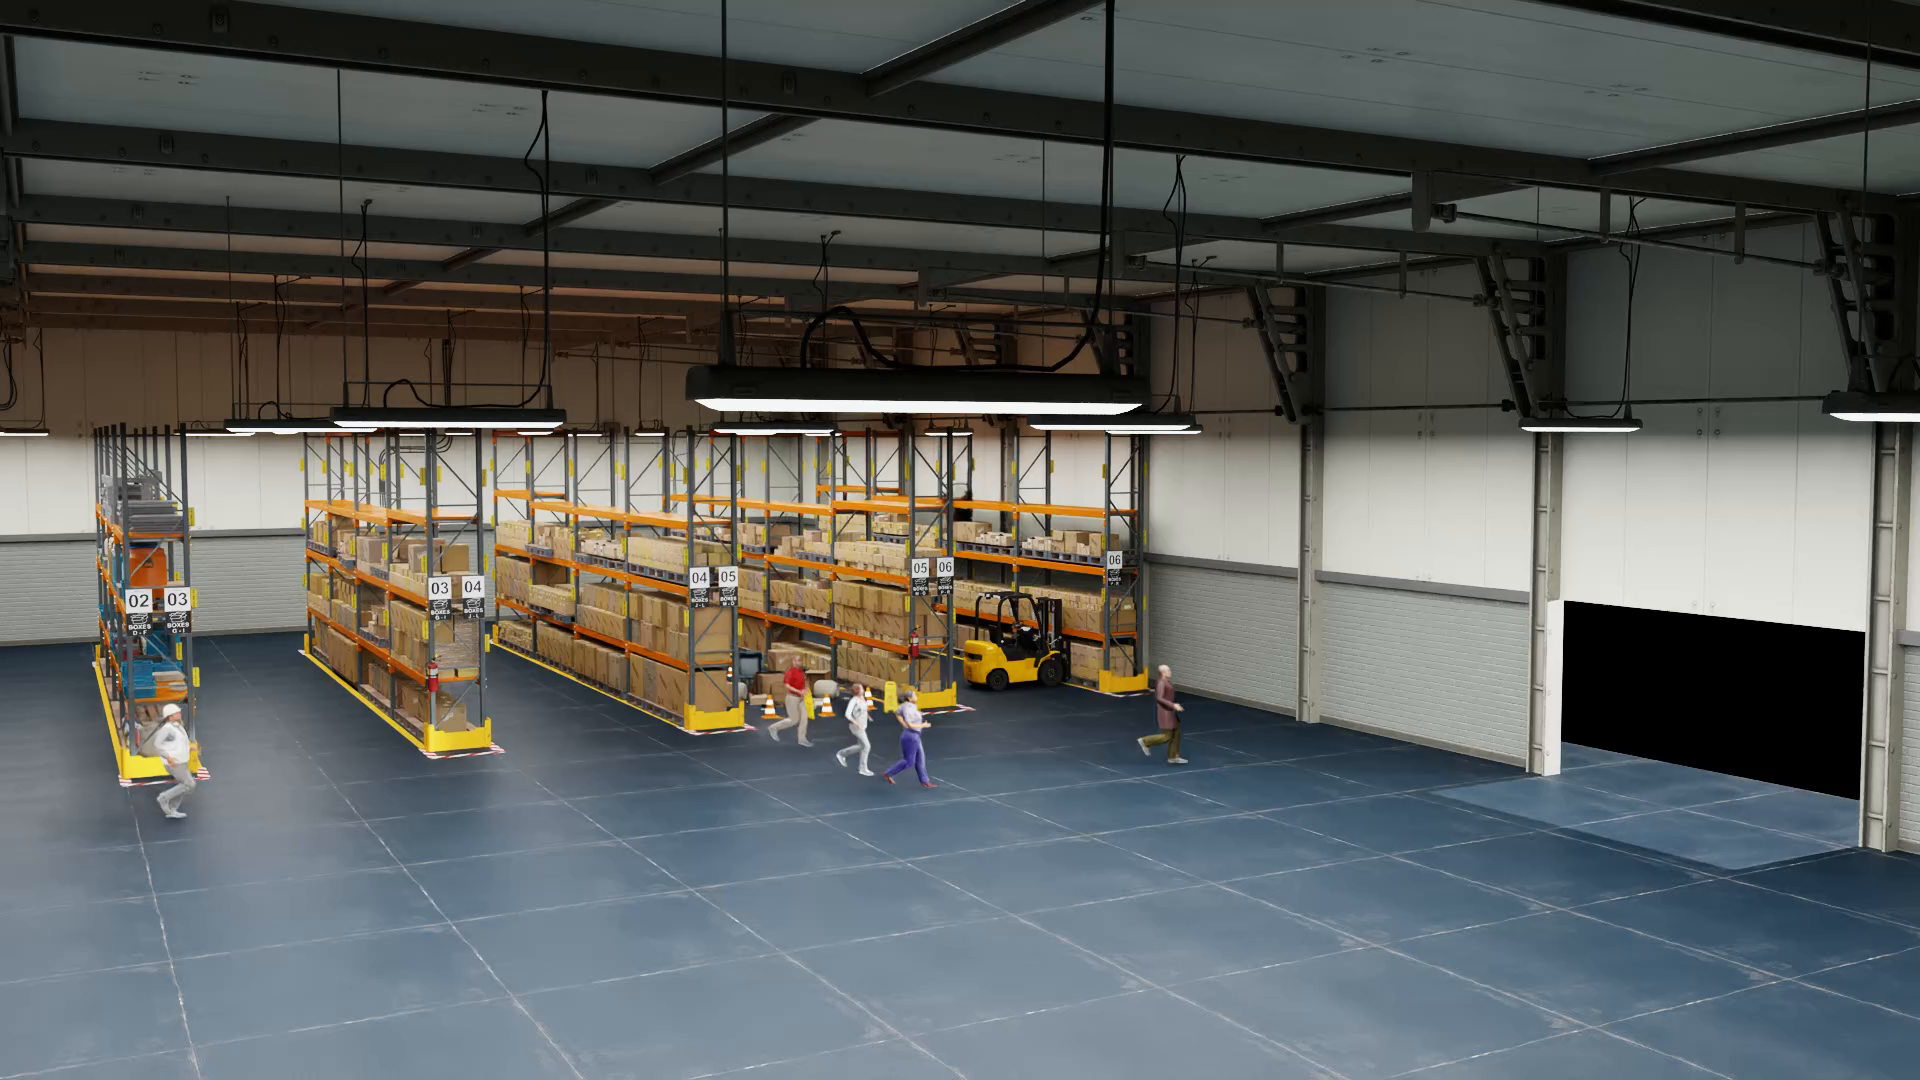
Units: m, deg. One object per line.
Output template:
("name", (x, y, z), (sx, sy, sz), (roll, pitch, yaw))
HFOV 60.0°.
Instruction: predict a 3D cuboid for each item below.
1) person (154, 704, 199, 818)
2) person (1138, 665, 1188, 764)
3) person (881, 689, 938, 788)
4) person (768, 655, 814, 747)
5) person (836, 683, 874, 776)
("person", (-11.796, 3.337, 25.093), (0.569, 1.728, 0.652), (-1, 3, -8))
("person", (3.591, 3.072, 29.345), (0.886, 1.749, 0.721), (1, 4, 11))
("person", (-0.821, 3.260, 27.086), (0.921, 1.633, 0.609), (0, 3, -3))
("person", (-3.130, 3.001, 31.102), (0.844, 1.728, 0.670), (1, 4, 16))
("person", (-1.791, 3.226, 28.396), (0.669, 1.587, 0.534), (1, 4, 13))
